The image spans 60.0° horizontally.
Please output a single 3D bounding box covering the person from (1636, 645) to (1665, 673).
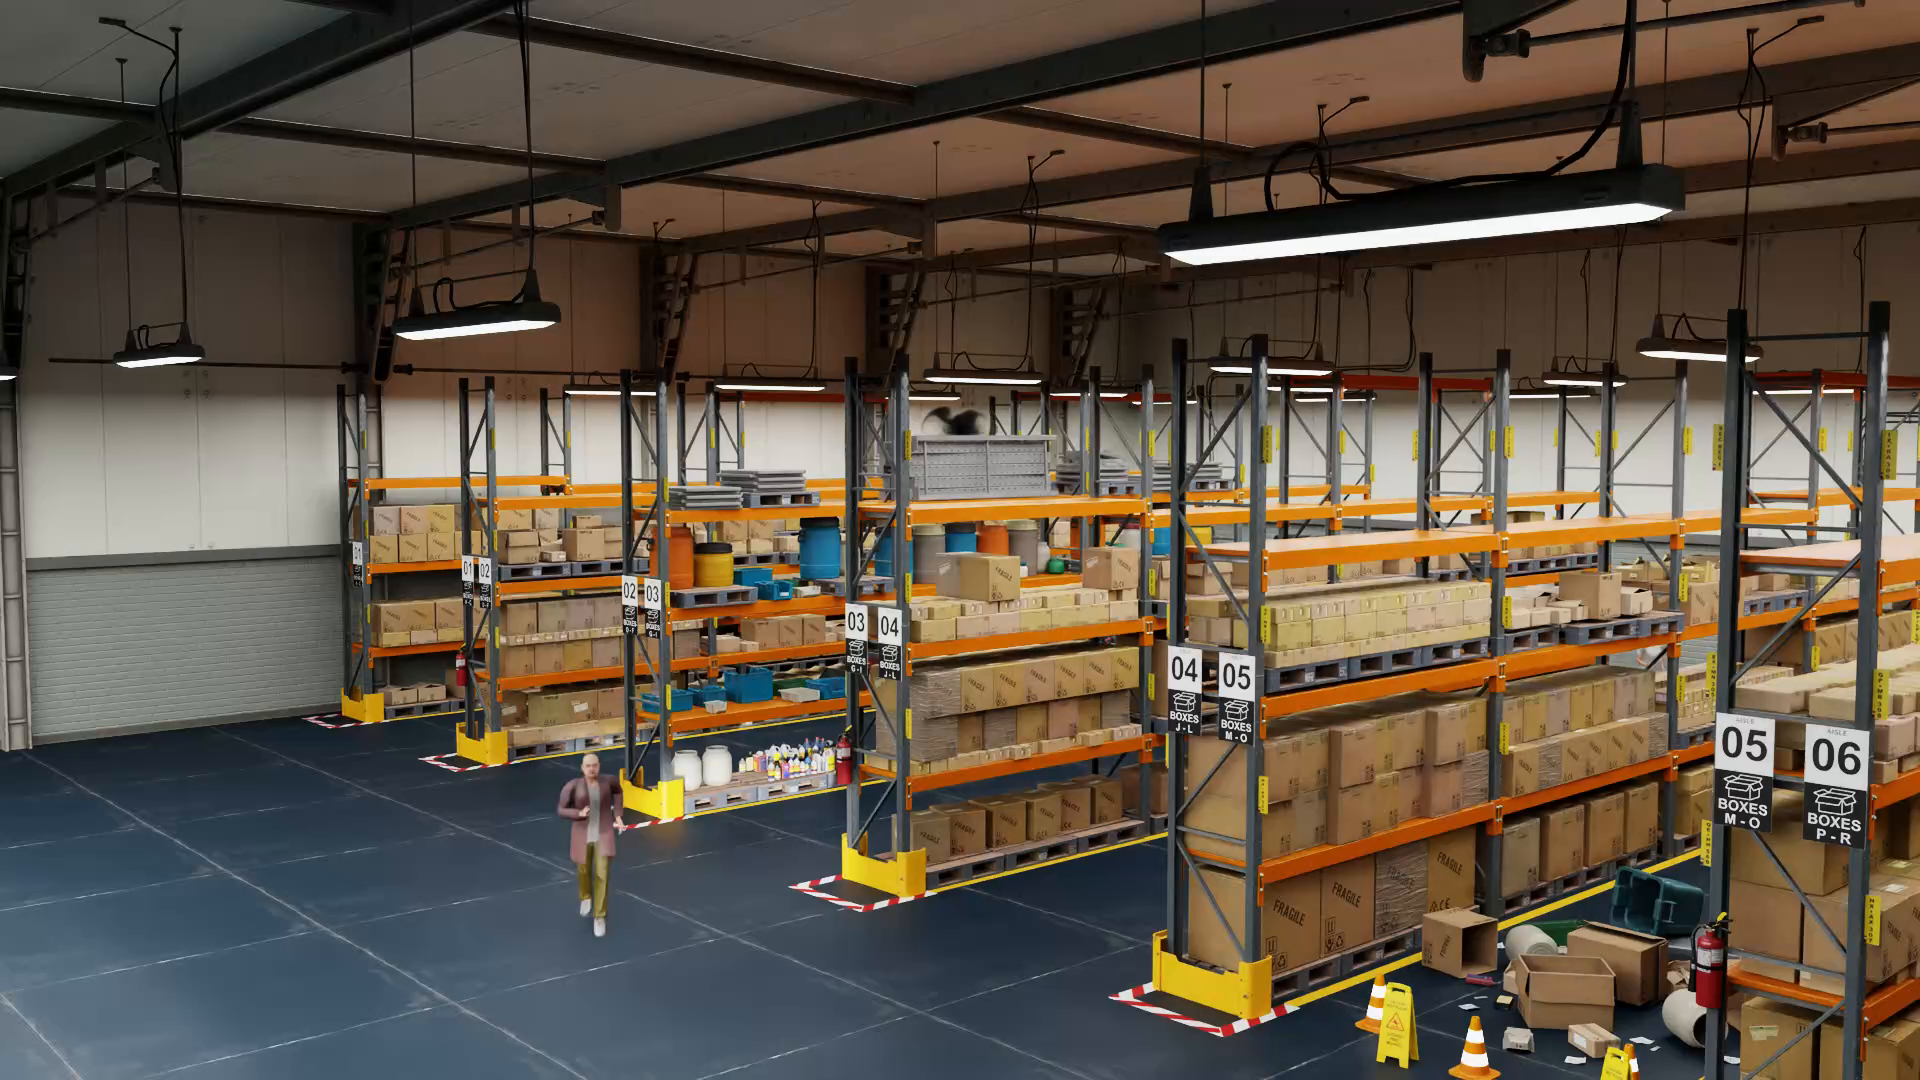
[{"bbox_3d":[12.285,2.398,29.590,0.555,1.663,0.889,0,4,3],"label":"person"}]

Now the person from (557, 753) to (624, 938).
[{"bbox_3d":[-3.843,3.117,17.336,0.680,1.823,0.976,-1,4,-14],"label":"person"}]
